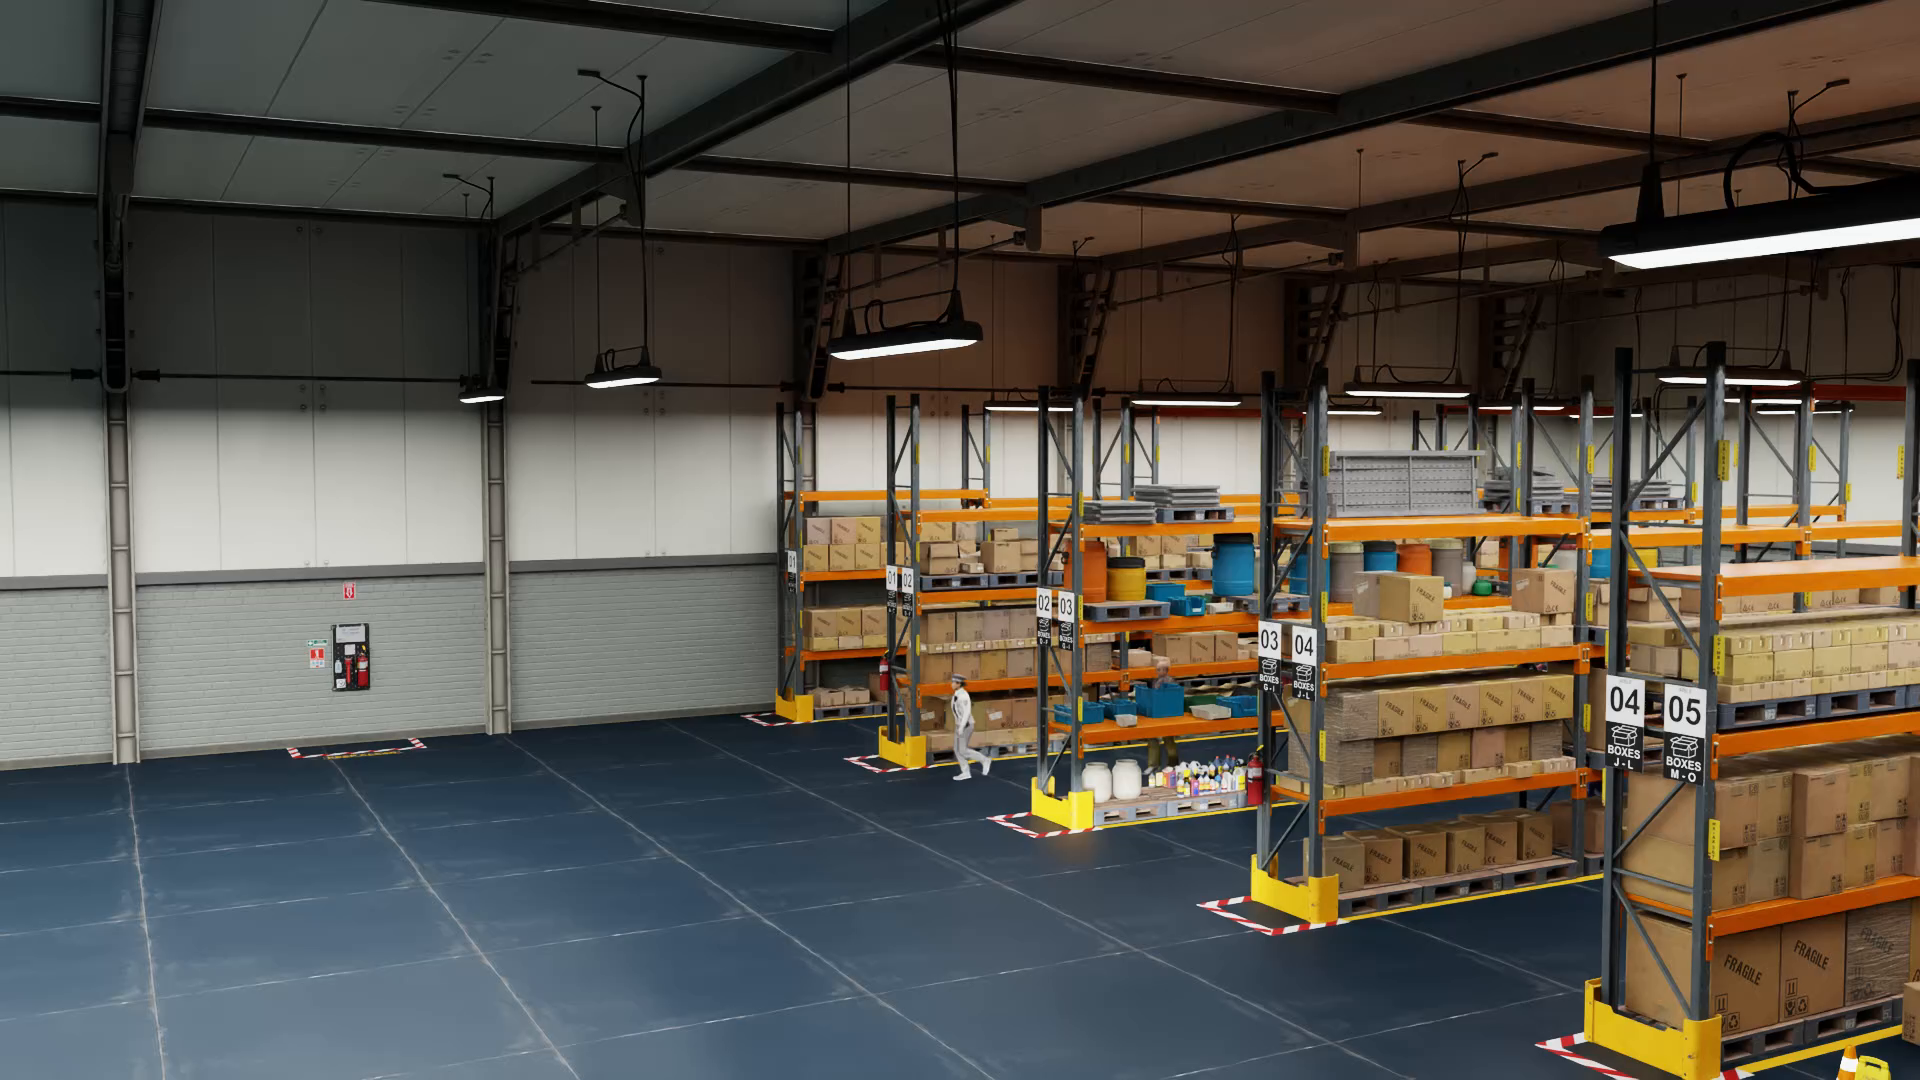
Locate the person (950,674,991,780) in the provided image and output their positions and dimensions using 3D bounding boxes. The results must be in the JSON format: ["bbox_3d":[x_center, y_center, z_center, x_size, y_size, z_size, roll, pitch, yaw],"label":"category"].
[{"bbox_3d":[0.159,2.888,25.811,0.625,1.648,0.548,-1,3,-14],"label":"person"}]

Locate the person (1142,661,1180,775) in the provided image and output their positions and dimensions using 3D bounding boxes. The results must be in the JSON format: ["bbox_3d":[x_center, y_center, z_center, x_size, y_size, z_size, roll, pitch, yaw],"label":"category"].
[{"bbox_3d":[3.182,2.815,26.158,0.627,1.831,0.621,-1,4,-24],"label":"person"}]

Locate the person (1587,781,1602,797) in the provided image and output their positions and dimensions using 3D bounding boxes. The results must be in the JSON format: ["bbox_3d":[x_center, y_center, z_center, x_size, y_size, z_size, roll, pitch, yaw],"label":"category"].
[{"bbox_3d":[8.869,3.039,23.307,1.053,1.584,0.589,-2,4,-30],"label":"person"}]
